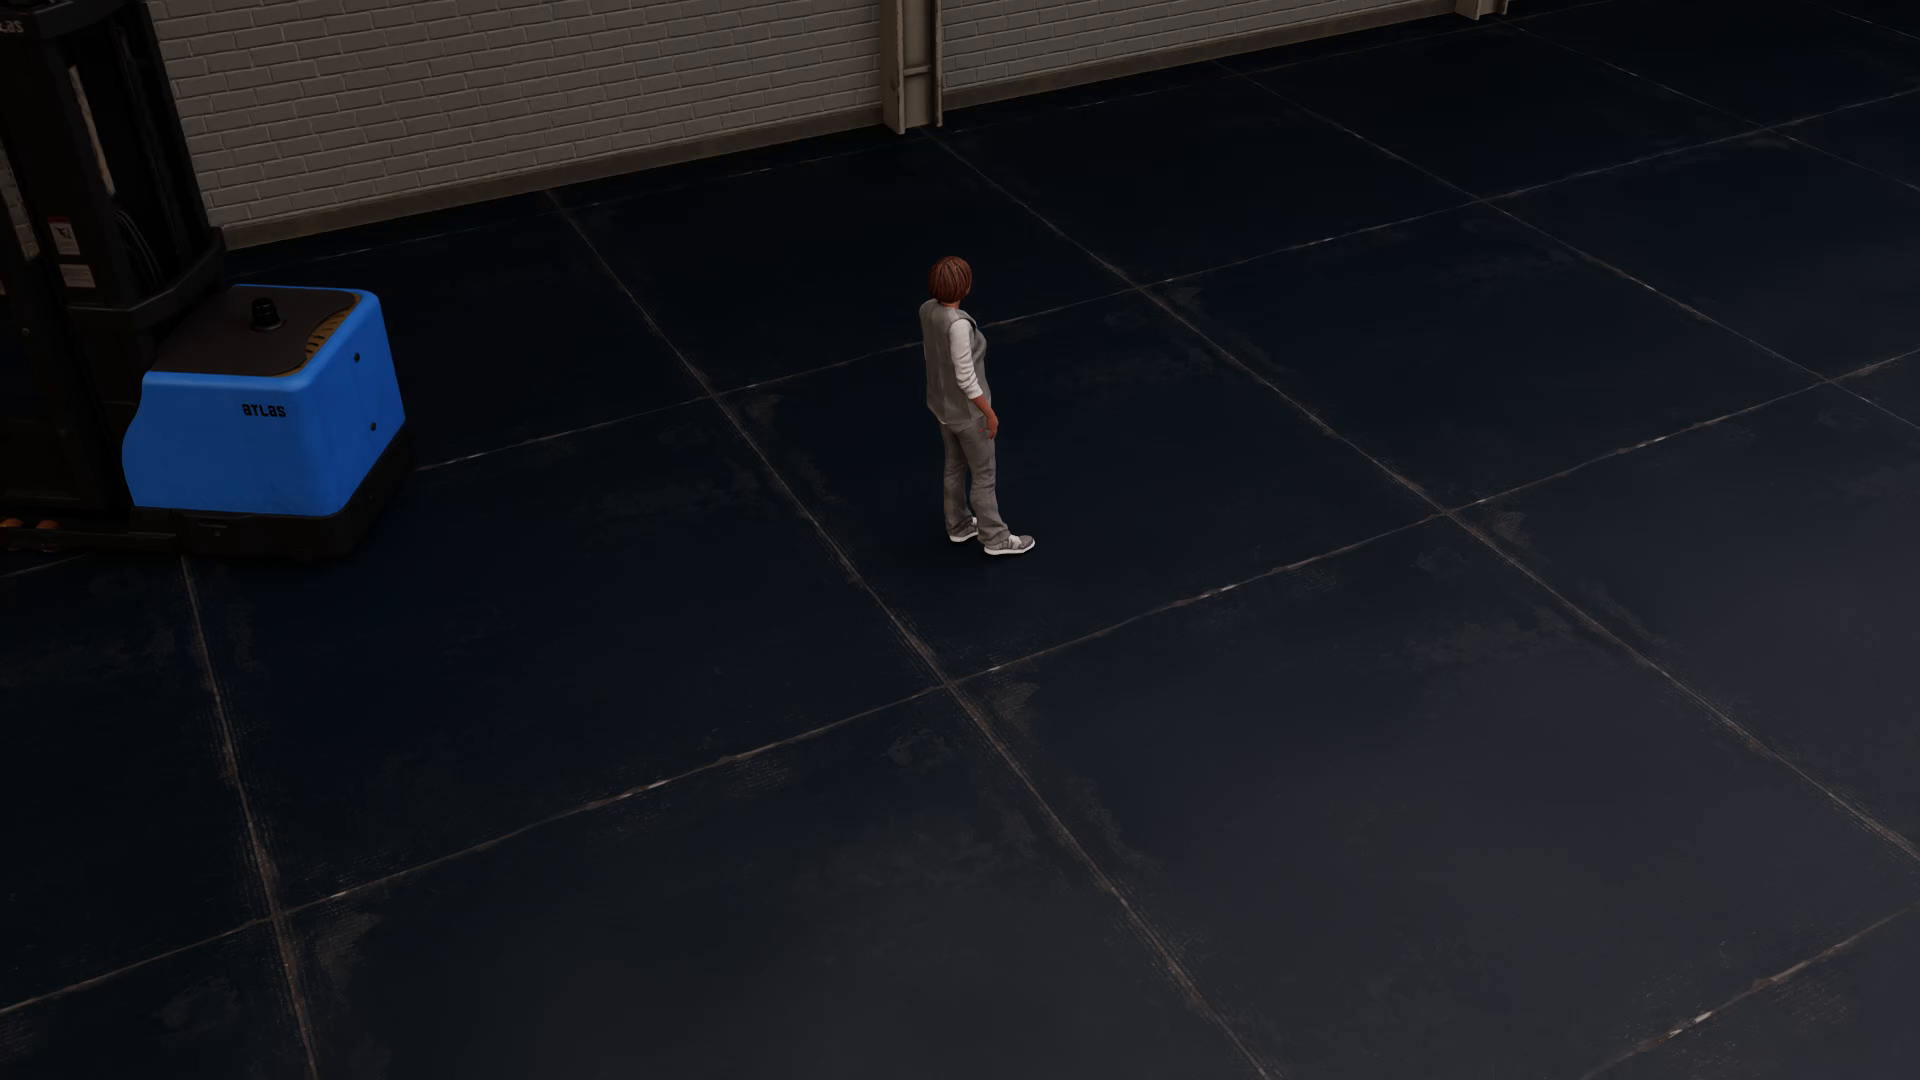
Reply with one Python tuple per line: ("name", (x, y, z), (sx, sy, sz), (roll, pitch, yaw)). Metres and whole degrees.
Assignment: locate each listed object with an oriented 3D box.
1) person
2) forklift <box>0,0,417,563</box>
("person", (0.072, -0.671, 8.215), (0.475, 1.597, 0.520), (-17, 39, -23))
("forklift", (-4.551, -1.431, 8.147), (3.031, 2.935, 1.130), (3, 35, 5))
